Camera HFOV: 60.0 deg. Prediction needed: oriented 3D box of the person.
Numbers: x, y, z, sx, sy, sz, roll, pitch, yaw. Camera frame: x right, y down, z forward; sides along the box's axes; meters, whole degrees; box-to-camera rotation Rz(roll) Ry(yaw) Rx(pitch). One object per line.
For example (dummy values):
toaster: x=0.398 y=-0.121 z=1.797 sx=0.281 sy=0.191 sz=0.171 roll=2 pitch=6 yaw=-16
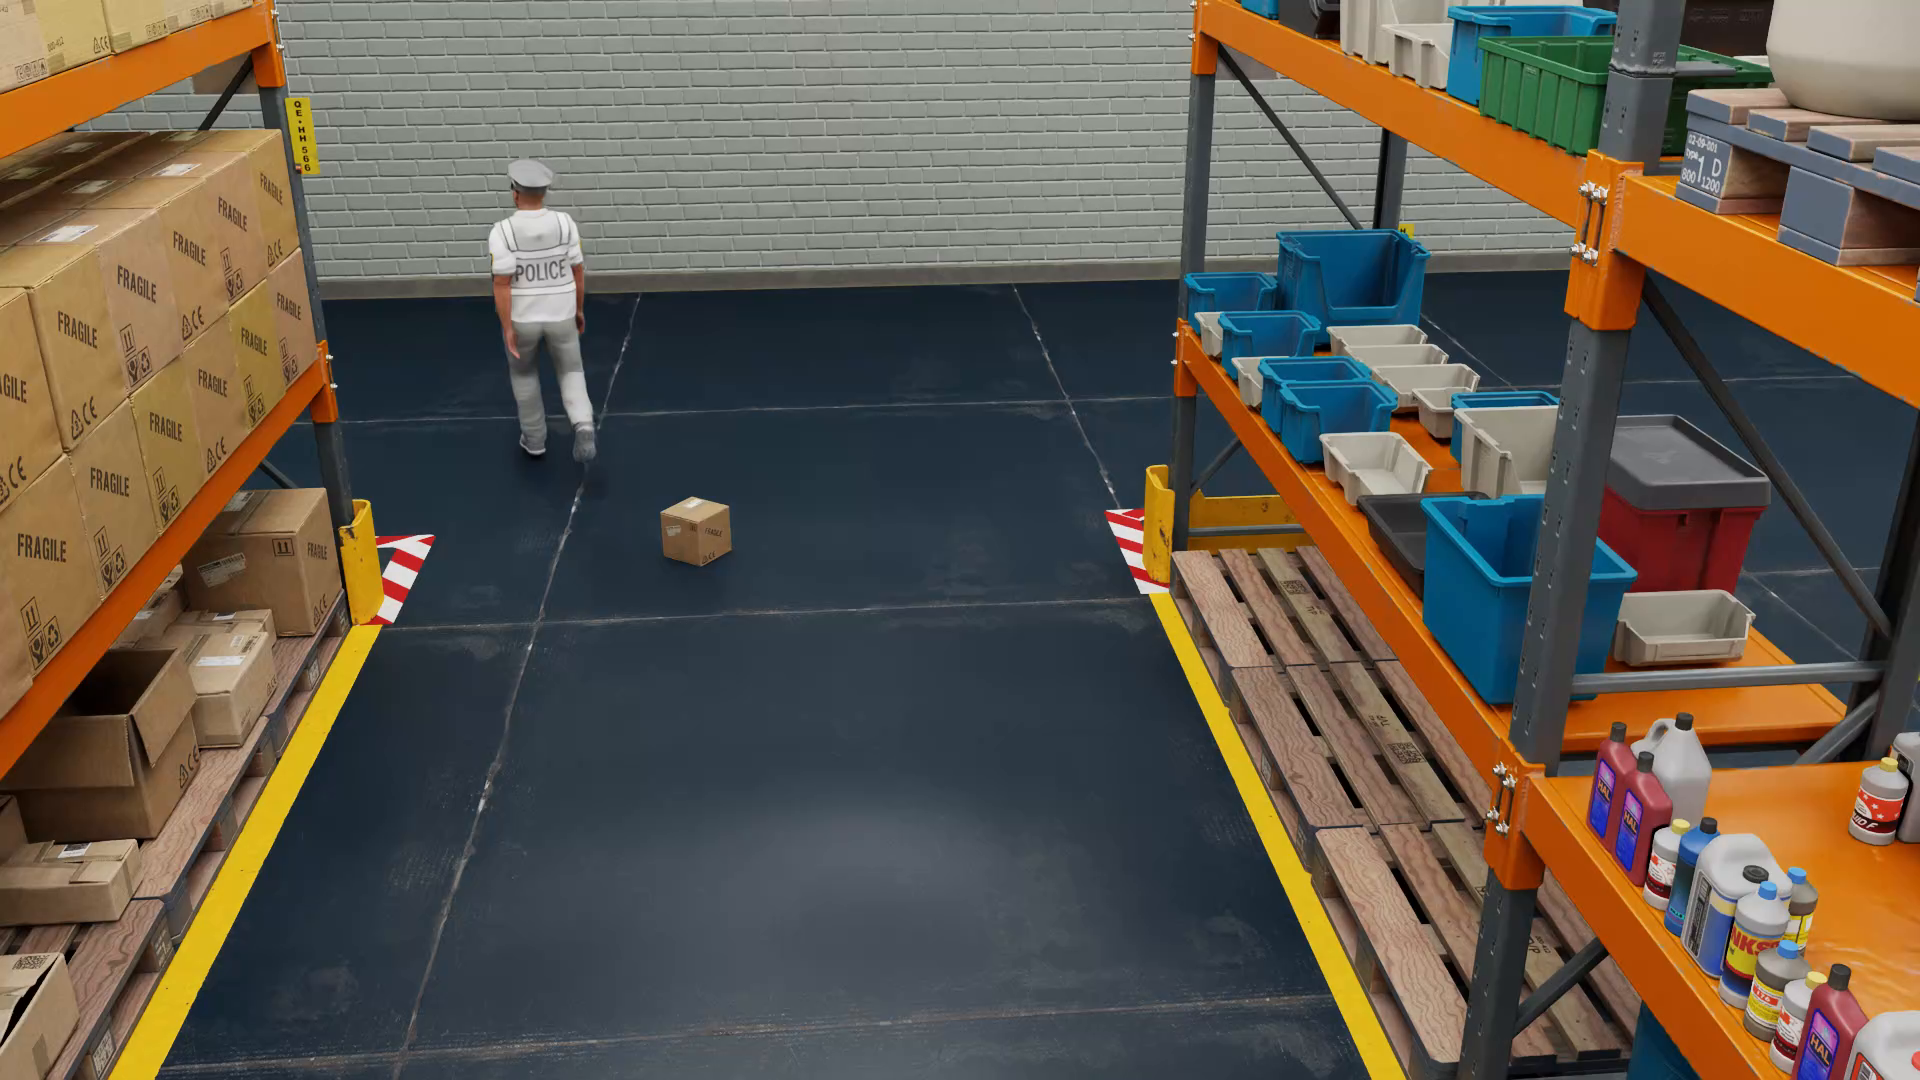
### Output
person: x=-2.379 y=-1.280 z=9.469 sx=0.525 sy=1.741 sz=0.801 roll=-10 pitch=26 yaw=-22
